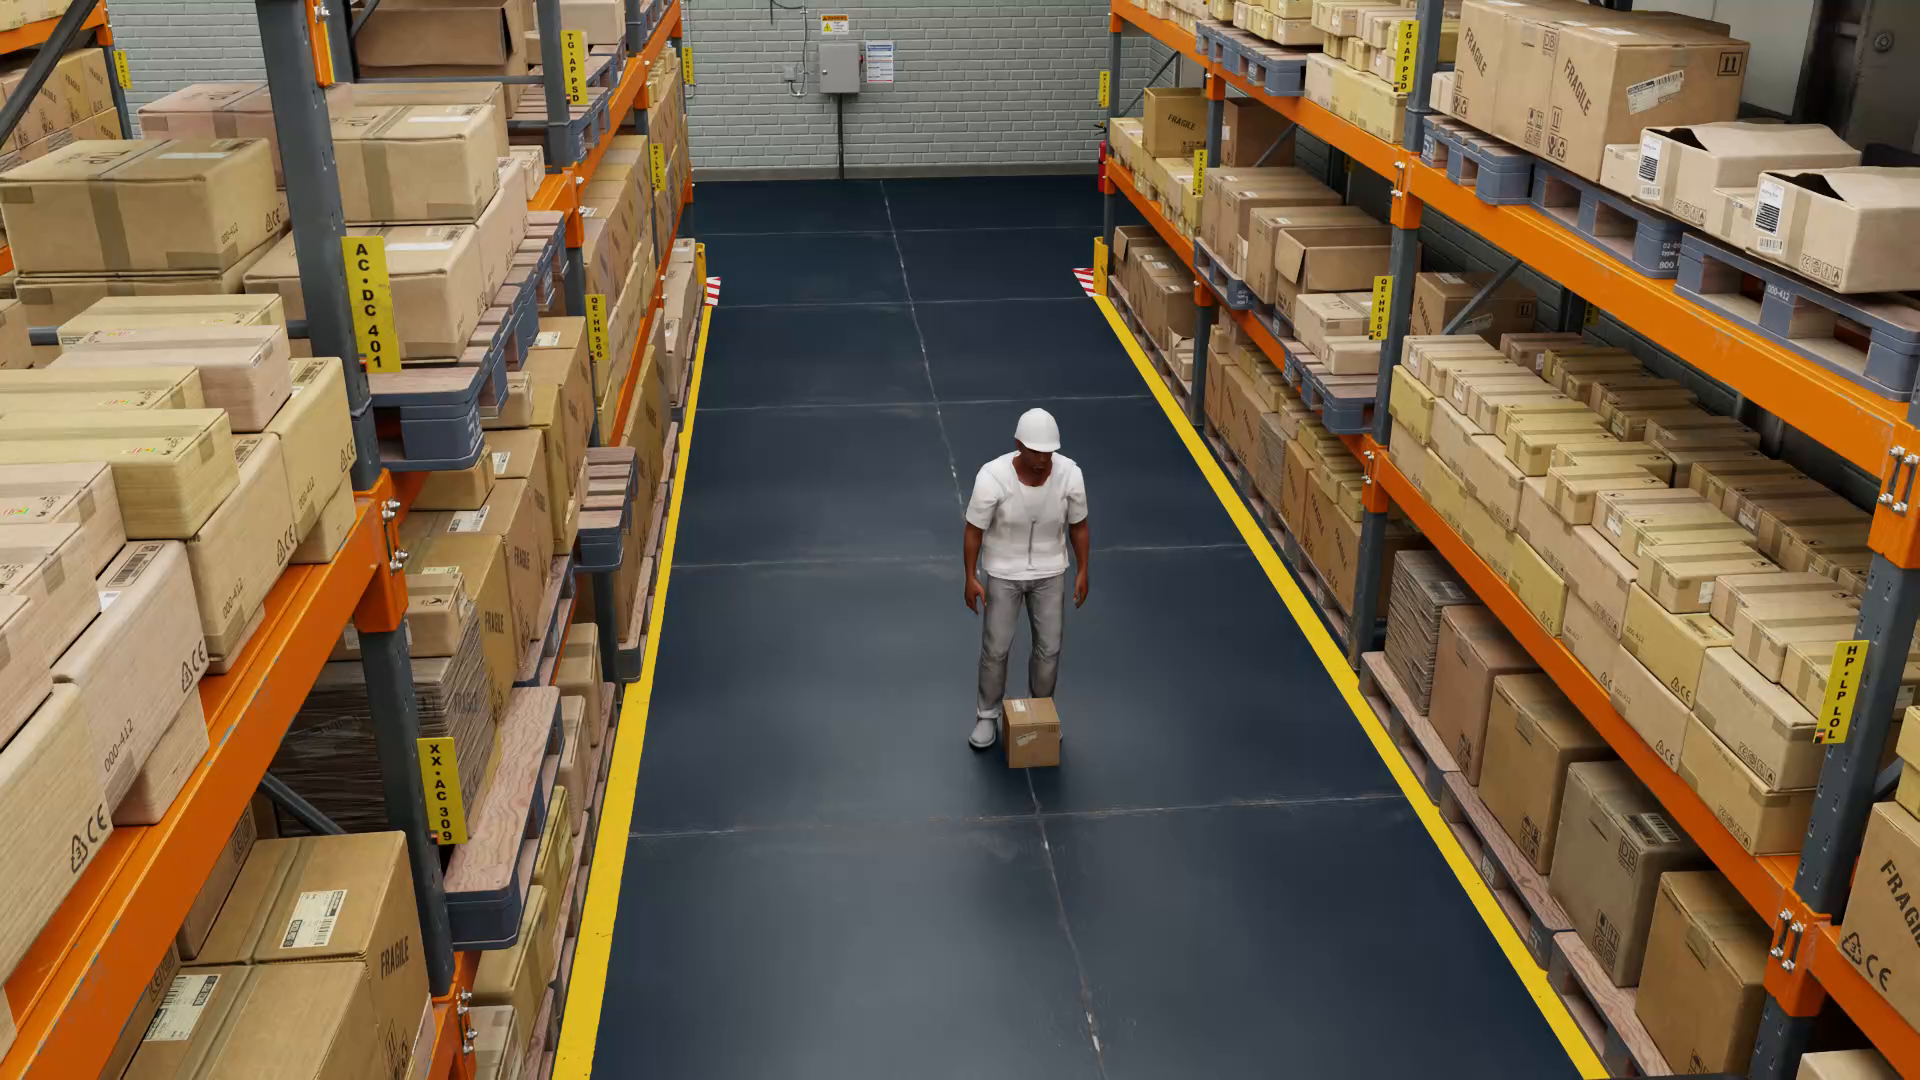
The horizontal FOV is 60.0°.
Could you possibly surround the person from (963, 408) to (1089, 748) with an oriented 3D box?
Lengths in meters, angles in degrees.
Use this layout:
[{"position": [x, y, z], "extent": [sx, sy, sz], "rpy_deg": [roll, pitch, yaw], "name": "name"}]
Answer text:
[{"position": [0.330, 0.179, 8.172], "extent": [0.634, 1.756, 0.459], "rpy_deg": [-4, 24, -8], "name": "person"}]
